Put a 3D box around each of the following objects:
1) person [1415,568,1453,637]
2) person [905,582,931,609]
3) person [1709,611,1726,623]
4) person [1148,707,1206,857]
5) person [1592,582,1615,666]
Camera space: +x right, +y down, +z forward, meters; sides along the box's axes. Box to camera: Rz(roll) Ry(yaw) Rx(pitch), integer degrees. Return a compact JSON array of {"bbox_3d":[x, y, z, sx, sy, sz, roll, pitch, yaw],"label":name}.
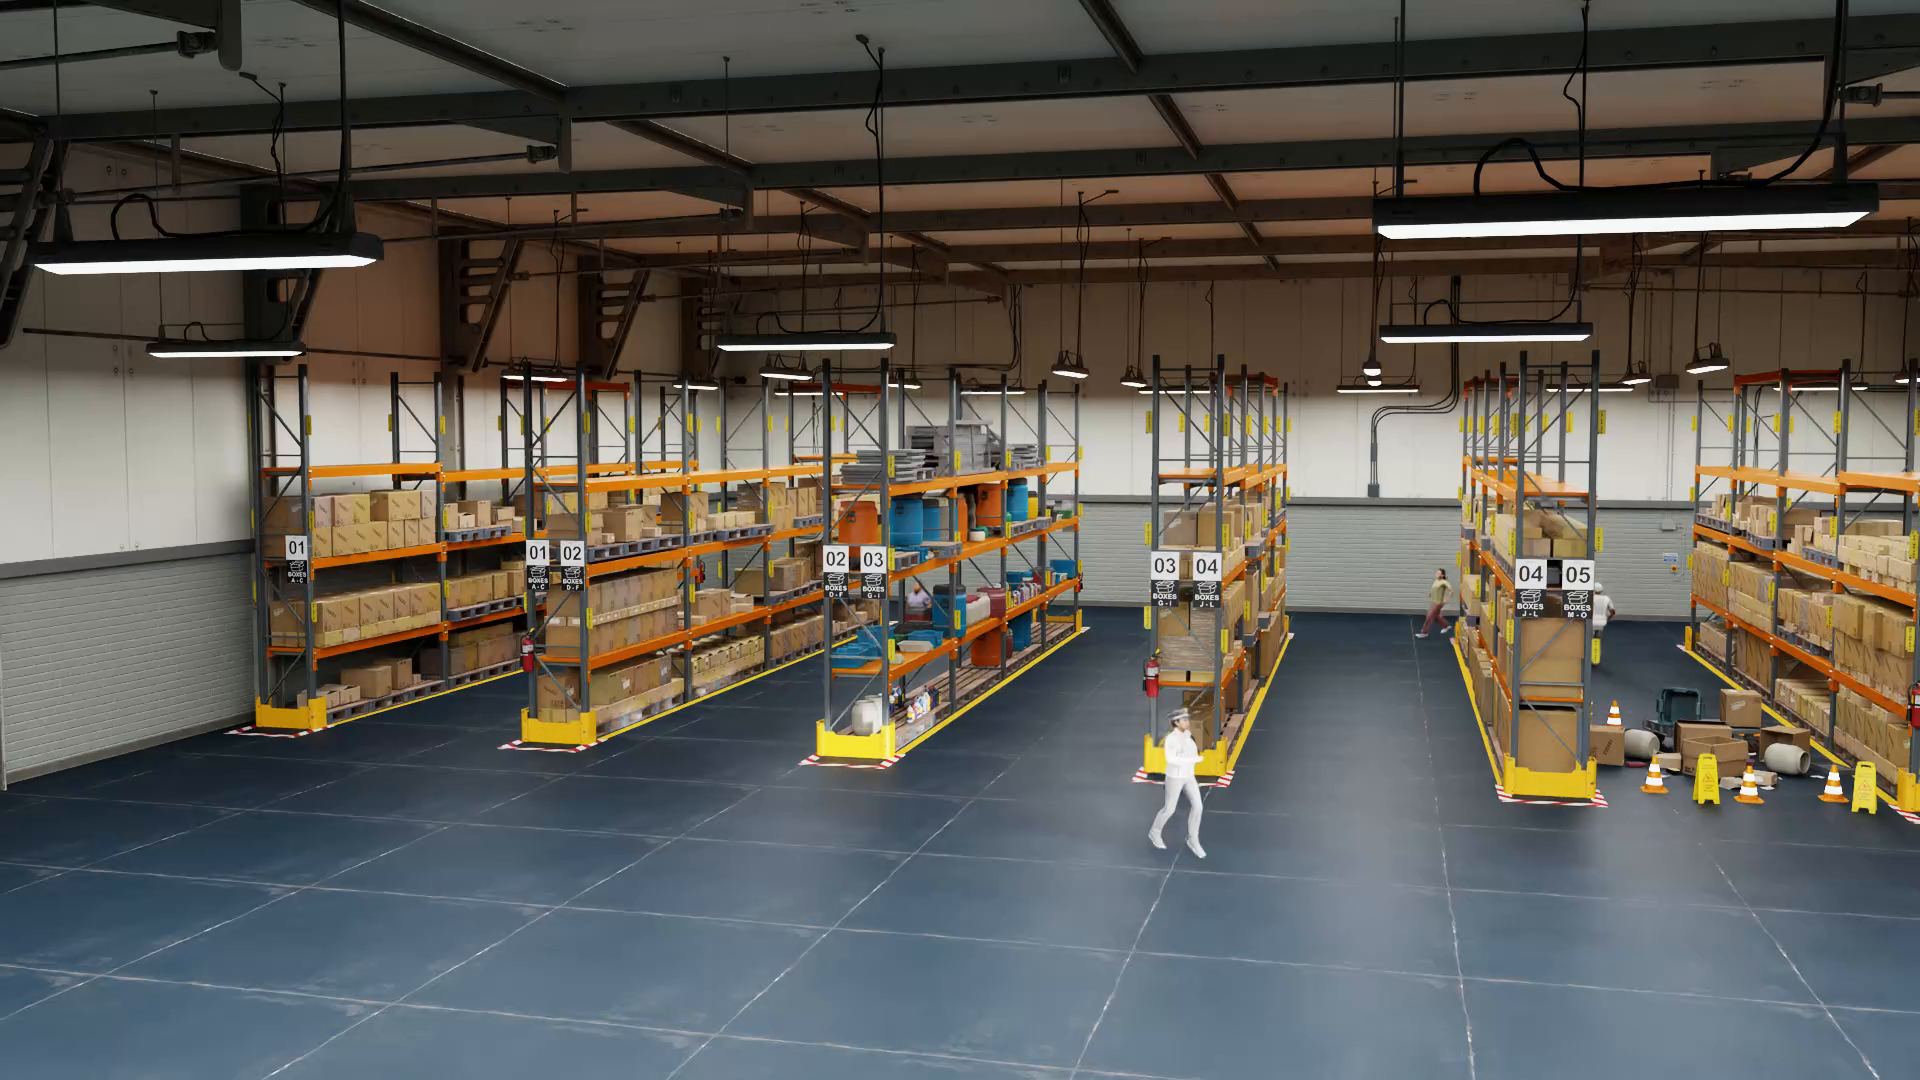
[{"bbox_3d":[11.212,1.475,39.023,0.954,1.635,0.638,-1,4,-12],"label":"person"},{"bbox_3d":[-0.936,1.706,36.310,0.608,1.587,0.599,1,4,16],"label":"person"},{"bbox_3d":[17.486,1.558,38.124,0.674,1.652,0.617,-2,5,-32],"label":"person"},{"bbox_3d":[2.547,2.815,19.431,0.627,1.758,0.768,-4,6,-45],"label":"person"},{"bbox_3d":[13.230,1.750,34.557,0.674,1.739,0.654,0,4,6],"label":"person"}]
